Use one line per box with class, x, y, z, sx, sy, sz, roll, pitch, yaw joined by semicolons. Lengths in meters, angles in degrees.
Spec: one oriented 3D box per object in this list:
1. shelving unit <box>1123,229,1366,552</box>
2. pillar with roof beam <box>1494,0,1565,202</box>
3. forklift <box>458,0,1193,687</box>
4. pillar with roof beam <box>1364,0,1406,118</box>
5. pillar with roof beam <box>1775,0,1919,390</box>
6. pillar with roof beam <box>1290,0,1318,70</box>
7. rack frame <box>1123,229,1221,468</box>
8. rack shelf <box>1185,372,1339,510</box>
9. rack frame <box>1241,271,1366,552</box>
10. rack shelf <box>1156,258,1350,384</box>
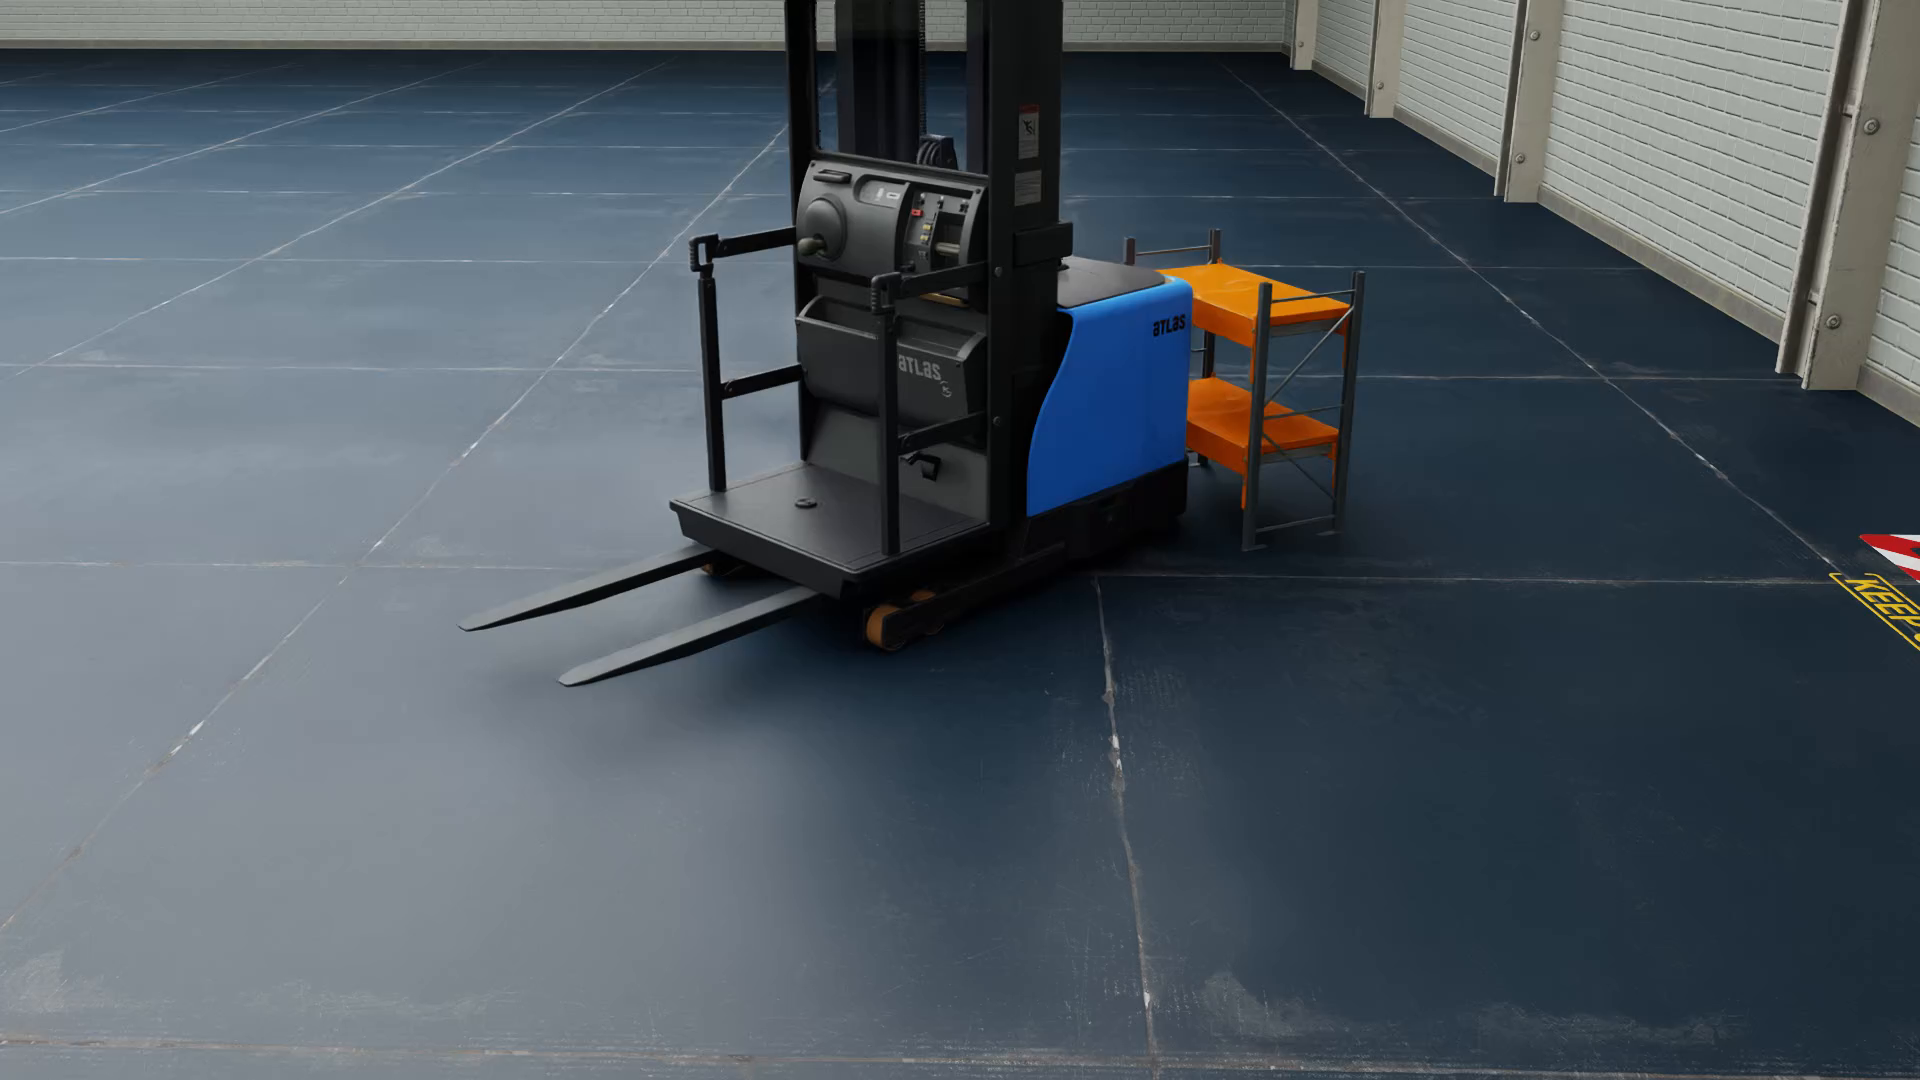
shelving unit;1.180;-0.685;7.239;0.538;1.125;1.048;-10;23;-24
pillar with roof beam;0.699;-7.311;13.432;9.100;9.000;0.400;1;21;2
forklift;-0.415;-1.175;6.006;1.130;2.935;3.031;19;28;41
pillar with roof beam;0.882;-9.481;19.023;9.100;9.000;0.400;1;21;2
pillar with roof beam;0.517;-5.142;7.840;9.100;9.000;0.400;1;21;2
pillar with roof beam;1.064;-11.650;24.614;9.100;9.000;0.400;1;21;2
rack frame;0.956;-0.850;7.665;0.500;1.125;0.032;-10;23;-24
rack shelf;1.180;-0.457;7.328;0.538;0.278;1.000;-10;23;-24
rack frame;1.404;-0.520;6.814;0.500;1.125;0.032;-10;23;-24
rack shelf;1.180;-0.958;7.134;0.538;0.278;1.000;-10;23;-24
